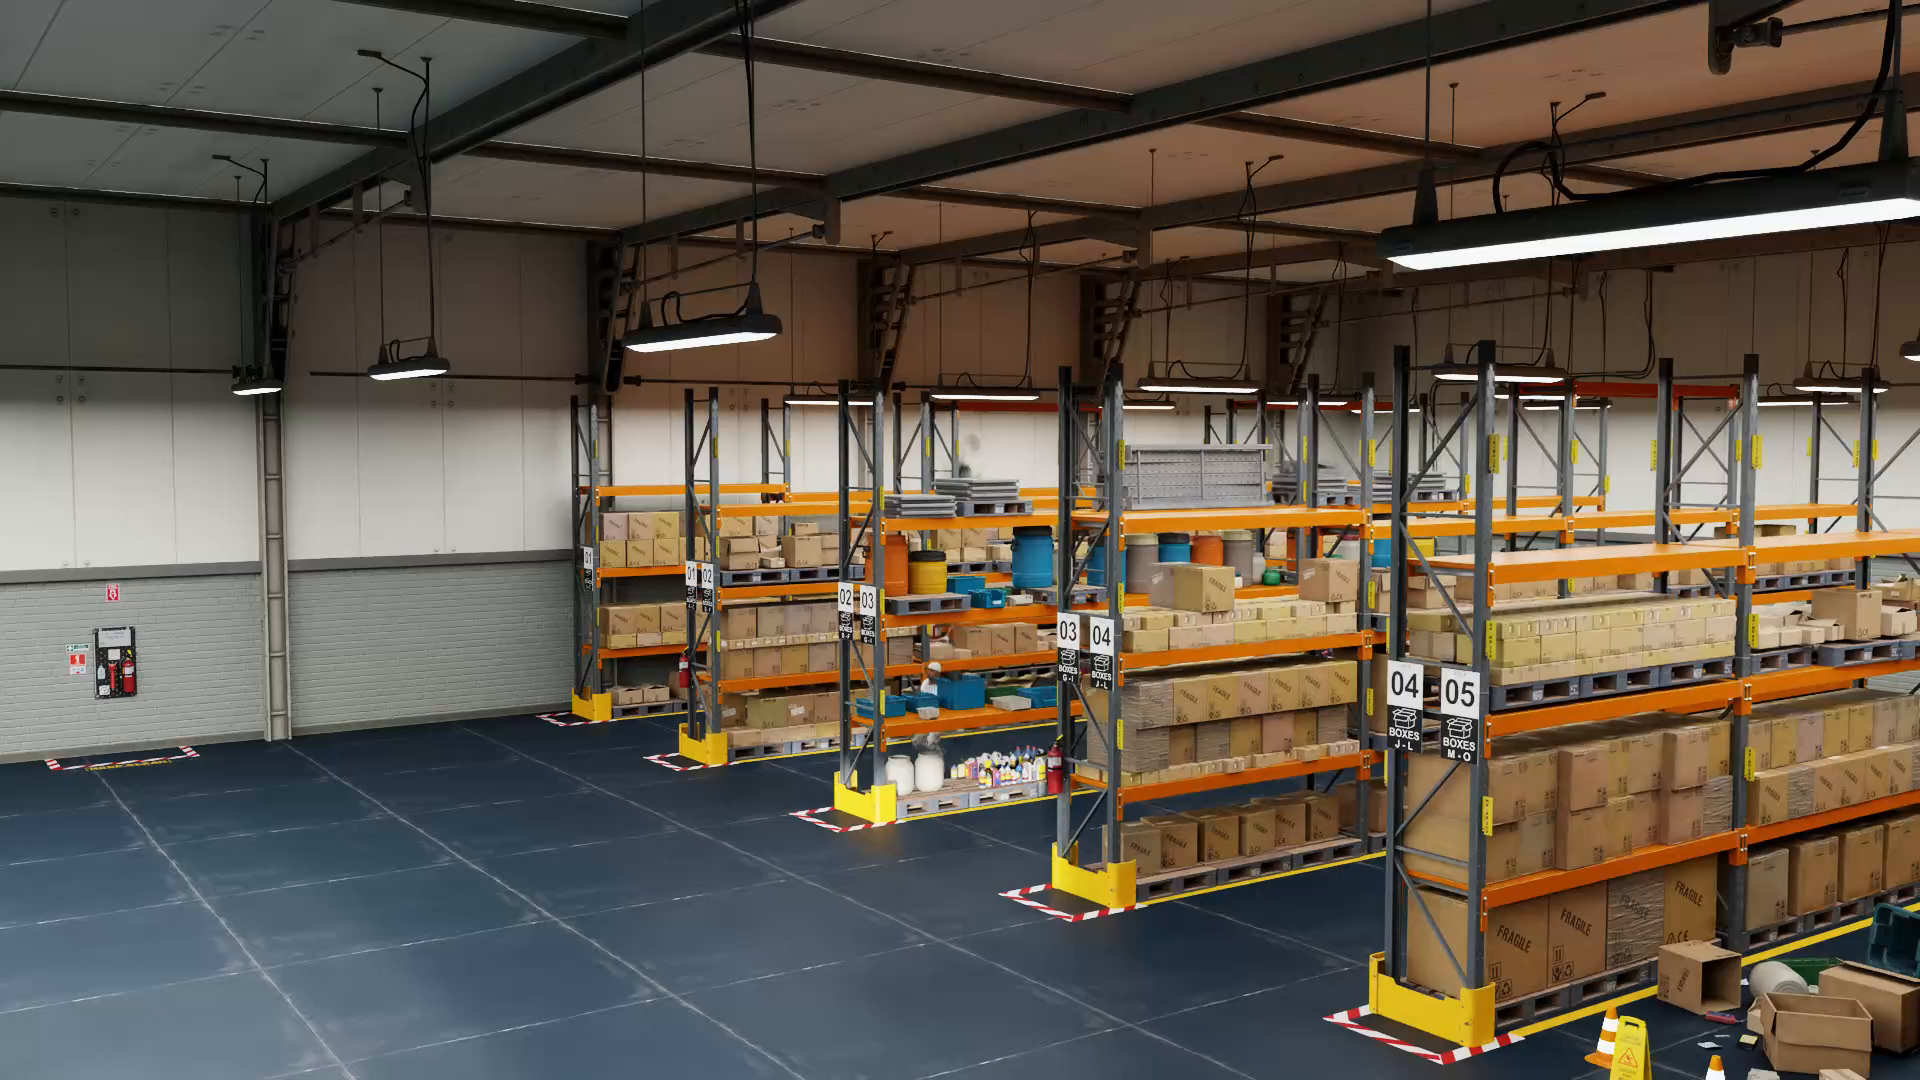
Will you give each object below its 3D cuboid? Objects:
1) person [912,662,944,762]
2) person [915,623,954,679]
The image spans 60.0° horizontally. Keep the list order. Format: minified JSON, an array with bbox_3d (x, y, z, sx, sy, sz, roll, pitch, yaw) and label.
[{"bbox_3d":[-0.475,2.744,25.547,0.669,1.737,0.598,3,5,42],"label":"person"},{"bbox_3d":[-0.515,2.060,31.844,0.927,1.833,0.680,-3,4,-39],"label":"person"}]
